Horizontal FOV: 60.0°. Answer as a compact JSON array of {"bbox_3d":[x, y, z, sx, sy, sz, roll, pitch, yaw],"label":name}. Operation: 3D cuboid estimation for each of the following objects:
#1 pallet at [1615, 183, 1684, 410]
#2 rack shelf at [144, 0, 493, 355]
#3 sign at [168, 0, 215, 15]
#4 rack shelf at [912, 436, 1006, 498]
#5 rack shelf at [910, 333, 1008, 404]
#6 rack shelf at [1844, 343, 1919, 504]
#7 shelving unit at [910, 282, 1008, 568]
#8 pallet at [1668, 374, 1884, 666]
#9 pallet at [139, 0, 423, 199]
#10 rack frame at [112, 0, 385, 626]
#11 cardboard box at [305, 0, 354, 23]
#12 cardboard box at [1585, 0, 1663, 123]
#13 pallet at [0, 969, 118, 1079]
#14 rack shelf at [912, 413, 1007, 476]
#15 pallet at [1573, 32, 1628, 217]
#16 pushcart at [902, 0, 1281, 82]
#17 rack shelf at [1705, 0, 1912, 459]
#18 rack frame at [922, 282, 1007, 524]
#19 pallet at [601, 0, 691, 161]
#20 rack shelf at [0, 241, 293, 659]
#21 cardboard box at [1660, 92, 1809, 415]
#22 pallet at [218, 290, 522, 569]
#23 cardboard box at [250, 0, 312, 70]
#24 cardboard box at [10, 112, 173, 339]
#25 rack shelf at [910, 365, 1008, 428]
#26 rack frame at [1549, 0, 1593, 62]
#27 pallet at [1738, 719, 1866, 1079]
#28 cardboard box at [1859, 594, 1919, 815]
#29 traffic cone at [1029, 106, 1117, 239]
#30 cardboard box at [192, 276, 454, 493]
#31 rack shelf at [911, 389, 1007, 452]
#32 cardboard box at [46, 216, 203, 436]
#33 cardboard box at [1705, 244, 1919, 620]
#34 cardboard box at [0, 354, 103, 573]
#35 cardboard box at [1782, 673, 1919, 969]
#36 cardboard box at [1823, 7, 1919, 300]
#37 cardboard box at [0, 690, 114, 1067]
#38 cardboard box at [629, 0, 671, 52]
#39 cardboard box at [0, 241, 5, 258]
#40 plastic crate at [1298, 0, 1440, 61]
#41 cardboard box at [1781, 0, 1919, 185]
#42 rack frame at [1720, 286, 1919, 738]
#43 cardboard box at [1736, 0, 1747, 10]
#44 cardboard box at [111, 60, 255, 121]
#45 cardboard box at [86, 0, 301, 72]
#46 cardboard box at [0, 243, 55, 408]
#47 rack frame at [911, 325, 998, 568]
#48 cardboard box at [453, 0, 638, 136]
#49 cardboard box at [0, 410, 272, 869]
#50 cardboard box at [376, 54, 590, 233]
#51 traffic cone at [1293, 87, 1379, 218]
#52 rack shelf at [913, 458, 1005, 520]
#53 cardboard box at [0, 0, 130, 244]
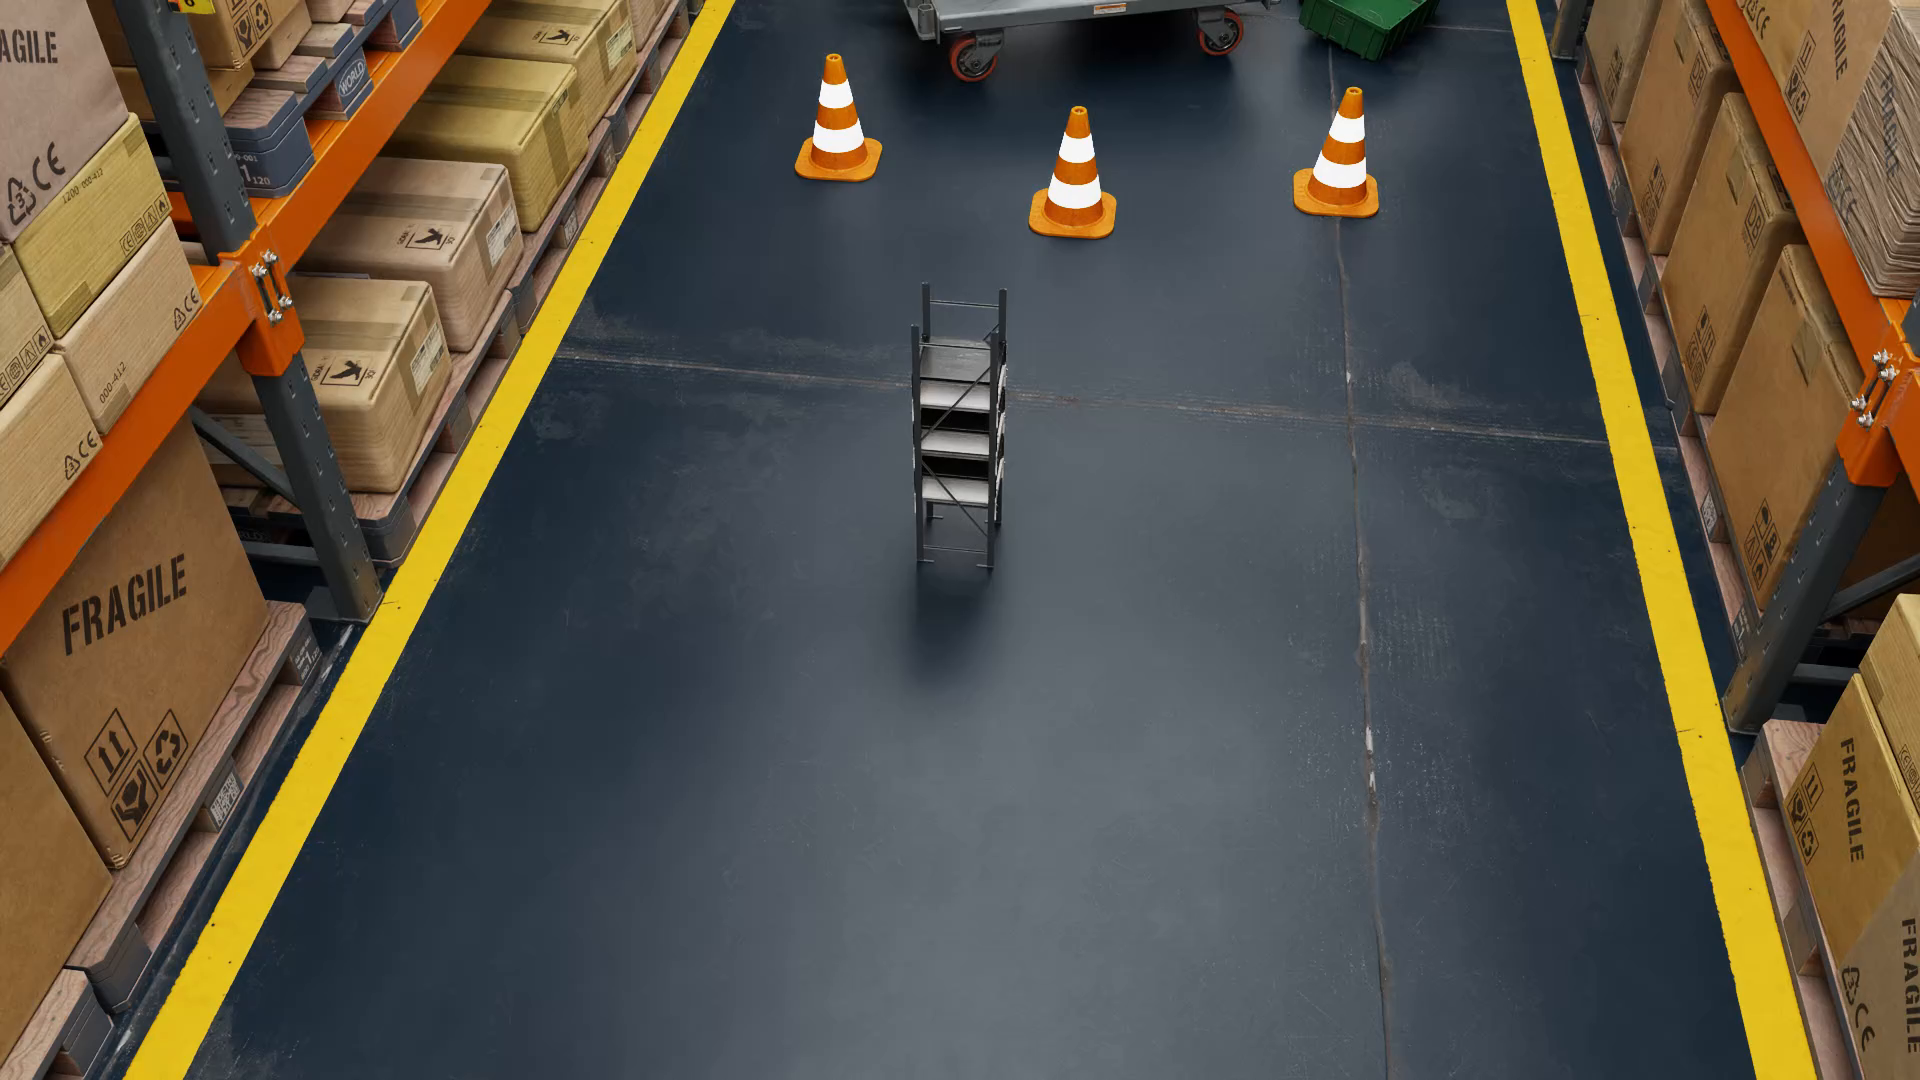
[{"bbox_3d":[3.006,-0.886,6.032,1.003,0.211,1.213,5,44,6],"label":"pallet"},{"bbox_3d":[-1.992,-2.022,5.727,1.077,0.370,4.000,5,44,6],"label":"rack shelf"},{"bbox_3d":[-1.706,-1.292,3.591,0.100,0.325,0.005,5,44,6],"label":"sign"},{"bbox_3d":[-0.001,-0.232,5.020,0.258,0.077,0.200,5,44,6],"label":"rack shelf"},{"bbox_3d":[-0.001,-0.493,4.772,0.258,0.077,0.200,5,44,6],"label":"rack shelf"},{"bbox_3d":[2.399,1.085,2.445,1.077,0.370,4.000,5,44,6],"label":"rack shelf"},{"bbox_3d":[-0.001,-0.321,4.935,0.258,0.900,0.210,5,44,6],"label":"shelving unit"},{"bbox_3d":[2.842,-0.057,5.156,1.003,0.211,1.213,5,44,6],"label":"pallet"},{"bbox_3d":[-2.268,-1.346,4.629,1.213,0.211,1.003,5,44,6],"label":"pallet"},{"bbox_3d":[-2.256,-0.920,4.040,1.000,3.000,0.127,5,44,6],"label":"rack frame"},{"bbox_3d":[-1.877,-1.558,4.591,0.380,0.149,0.250,3,44,3],"label":"cardboard box"},{"bbox_3d":[3.199,-2.169,6.690,1.050,0.750,0.750,5,44,5],"label":"cardboard box"},{"bbox_3d":[-2.599,1.452,3.563,1.003,0.211,1.213,5,44,6],"label":"pallet"},{"bbox_3d":[-0.001,-0.297,4.958,0.258,0.077,0.200,5,44,6],"label":"rack shelf"},{"bbox_3d":[3.165,-1.720,6.913,1.003,0.211,1.213,5,44,6],"label":"pallet"},{"bbox_3d":[0.539,-2.521,7.638,1.648,0.377,0.936,-9,44,-9],"label":"pushcart"},{"bbox_3d":[2.928,-1.641,5.324,1.077,0.370,4.000,5,44,6],"label":"rack shelf"},{"bbox_3d":[0.012,-0.391,5.008,0.240,0.900,0.006,5,44,6],"label":"rack frame"},{"bbox_3d":[-1.829,-2.103,7.317,1.003,0.211,1.213,5,44,6],"label":"pallet"},{"bbox_3d":[-2.521,0.704,2.848,1.077,0.370,4.000,5,44,6],"label":"rack shelf"},{"bbox_3d":[2.945,-0.877,5.326,1.050,0.750,0.750,6,44,6],"label":"cardboard box"},{"bbox_3d":[-2.152,-0.440,5.561,1.003,0.211,1.213,5,44,6],"label":"pallet"},{"bbox_3d":[-1.959,-1.375,4.398,0.380,0.149,0.250,3,44,3],"label":"cardboard box"},{"bbox_3d":[-2.069,-0.694,3.546,0.500,0.250,0.500,5,44,5],"label":"cardboard box"},{"bbox_3d":[-0.001,-0.428,4.834,0.258,0.077,0.200,5,44,6],"label":"rack shelf"},{"bbox_3d":[3.192,-3.265,6.516,1.000,3.000,0.127,5,44,6],"label":"rack frame"},{"bbox_3d":[2.559,1.006,4.034,1.003,0.211,1.213,5,44,6],"label":"pallet"},{"bbox_3d":[2.332,0.392,3.622,0.500,0.250,0.500,3,44,4],"label":"cardboard box"},{"bbox_3d":[0.449,-1.464,6.459,0.336,0.463,0.334,5,44,6],"label":"traffic cone"},{"bbox_3d":[-2.172,-0.502,5.205,0.950,0.372,0.625,3,43,3],"label":"cardboard box"},{"bbox_3d":[-0.001,-0.362,4.896,0.258,0.077,0.200,5,44,6],"label":"rack shelf"},{"bbox_3d":[-2.066,-0.497,3.702,0.500,0.250,0.500,4,44,4],"label":"cardboard box"},{"bbox_3d":[2.833,-0.281,4.696,1.050,0.750,0.750,5,44,5],"label":"cardboard box"},{"bbox_3d":[-2.118,-0.148,3.333,0.500,0.250,0.500,6,44,6],"label":"cardboard box"},{"bbox_3d":[2.317,0.675,3.868,0.500,0.500,0.500,4,44,4],"label":"cardboard box"},{"bbox_3d":[2.457,-0.906,3.953,0.500,0.500,0.500,5,44,6],"label":"cardboard box"},{"bbox_3d":[-2.552,0.770,3.495,0.875,0.875,0.875,6,44,6],"label":"cardboard box"},{"bbox_3d":[-1.795,-2.487,7.300,0.950,0.372,0.625,6,44,6],"label":"cardboard box"},{"bbox_3d":[-2.125,-0.593,2.894,0.500,0.500,0.500,6,44,6],"label":"cardboard box"},{"bbox_3d":[1.917,-2.502,7.714,0.450,0.188,0.662,35,53,18],"label":"plastic crate"},{"bbox_3d":[2.524,-1.246,4.312,0.500,0.500,0.500,5,44,6],"label":"cardboard box"},{"bbox_3d":[2.663,-0.539,3.637,1.000,3.000,0.127,5,44,6],"label":"rack frame"},{"bbox_3d":[2.654,-1.937,5.041,0.500,0.500,0.500,6,44,6],"label":"cardboard box"},{"bbox_3d":[-2.029,-1.186,4.198,0.380,0.149,0.250,3,44,3],"label":"cardboard box"},{"bbox_3d":[-1.968,-1.502,4.060,0.500,0.500,0.500,4,44,4],"label":"cardboard box"},{"bbox_3d":[-2.133,-0.344,3.177,0.500,0.250,0.500,4,44,4],"label":"cardboard box"},{"bbox_3d":[-0.015,-0.252,4.862,0.240,0.900,0.006,5,44,6],"label":"rack frame"},{"bbox_3d":[-1.886,-1.996,6.782,0.950,0.372,0.625,8,44,8],"label":"cardboard box"},{"bbox_3d":[-2.430,0.162,4.137,0.875,0.875,0.875,5,44,5],"label":"cardboard box"},{"bbox_3d":[-1.976,-1.522,6.282,0.950,0.372,0.625,7,44,7],"label":"cardboard box"},{"bbox_3d":[1.518,-1.567,6.568,0.336,0.463,0.334,5,44,6],"label":"traffic cone"},{"bbox_3d":[-0.001,-0.166,5.081,0.258,0.077,0.200,5,44,6],"label":"rack shelf"},{"bbox_3d":[-2.066,-0.943,3.264,0.500,0.500,0.500,4,44,4],"label":"cardboard box"}]
